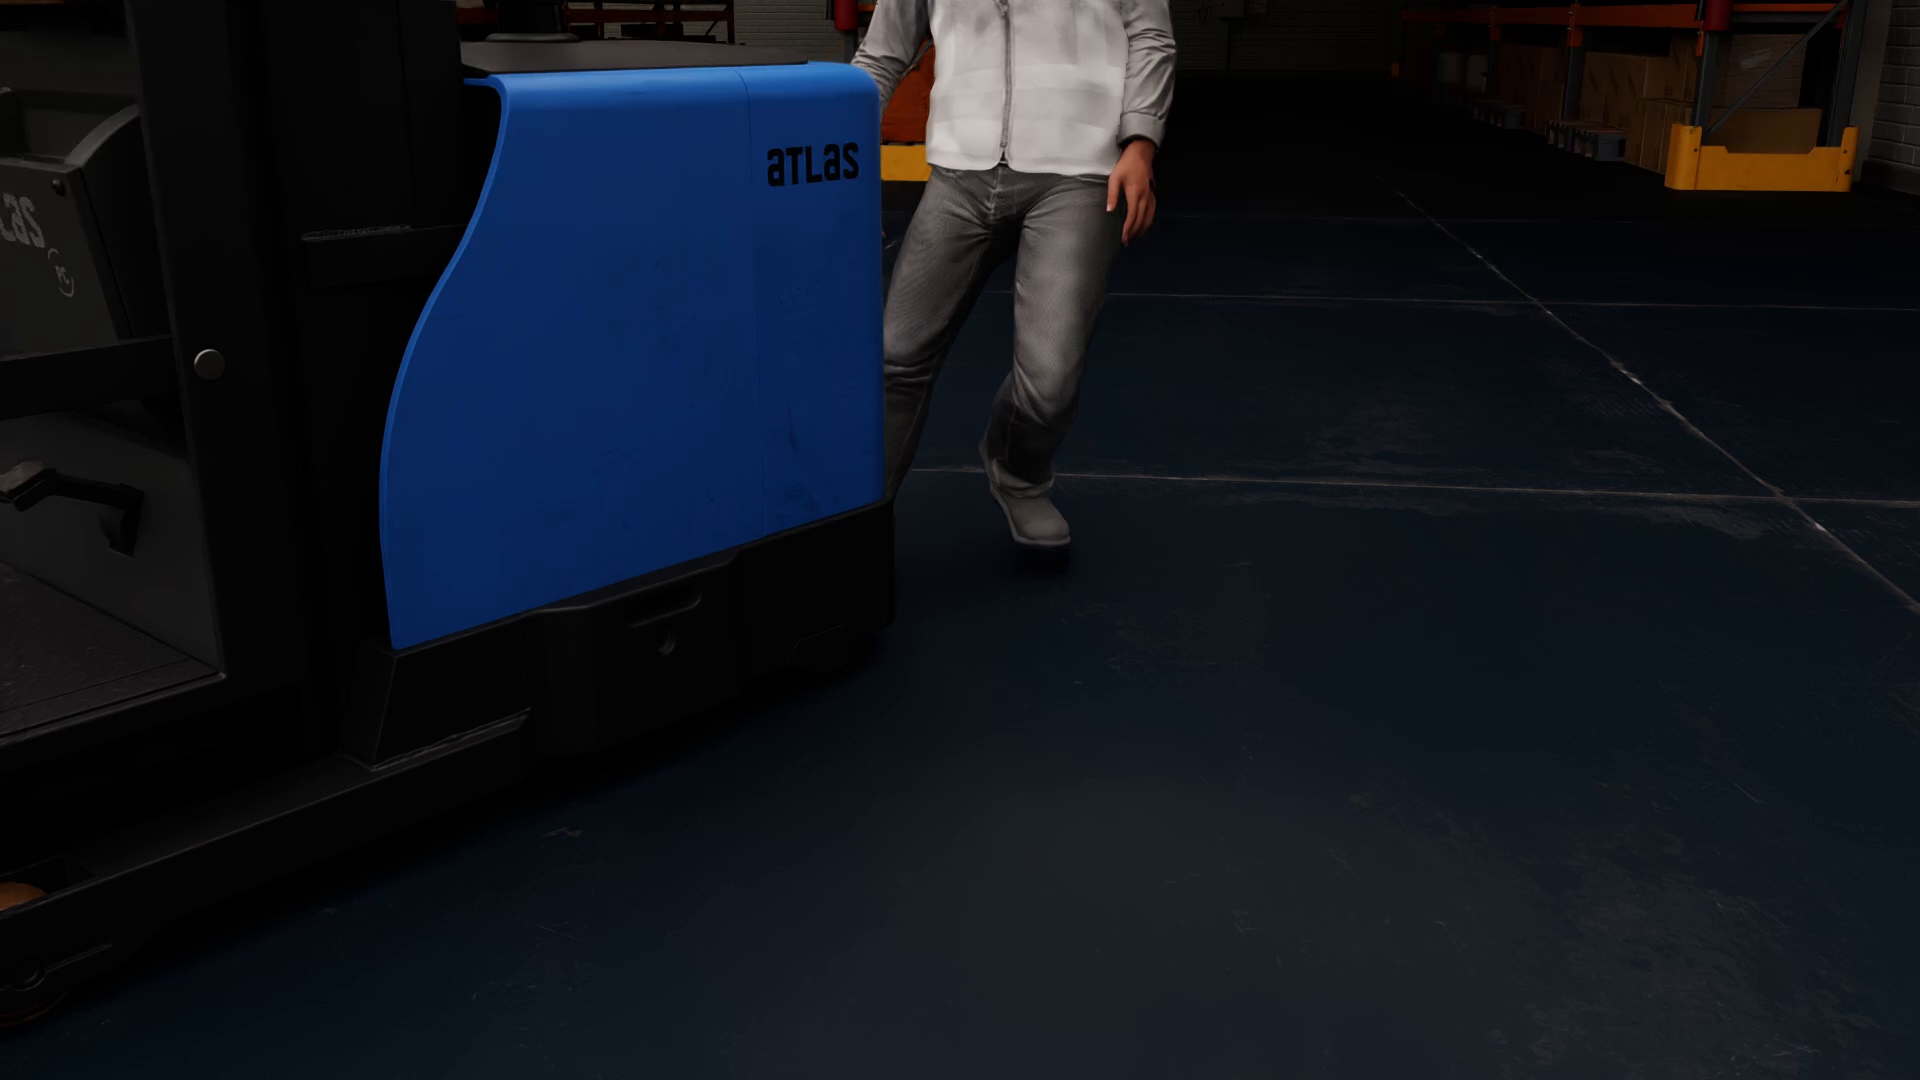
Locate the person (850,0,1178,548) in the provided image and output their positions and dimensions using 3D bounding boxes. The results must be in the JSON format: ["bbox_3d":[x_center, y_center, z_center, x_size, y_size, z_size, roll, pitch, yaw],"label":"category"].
[{"bbox_3d":[0.034,-0.716,3.279,0.697,1.711,0.710,6,19,19],"label":"person"}]

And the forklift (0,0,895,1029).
[{"bbox_3d":[-1.462,-0.944,1.944,1.130,2.935,3.031,14,23,38],"label":"forklift"}]
